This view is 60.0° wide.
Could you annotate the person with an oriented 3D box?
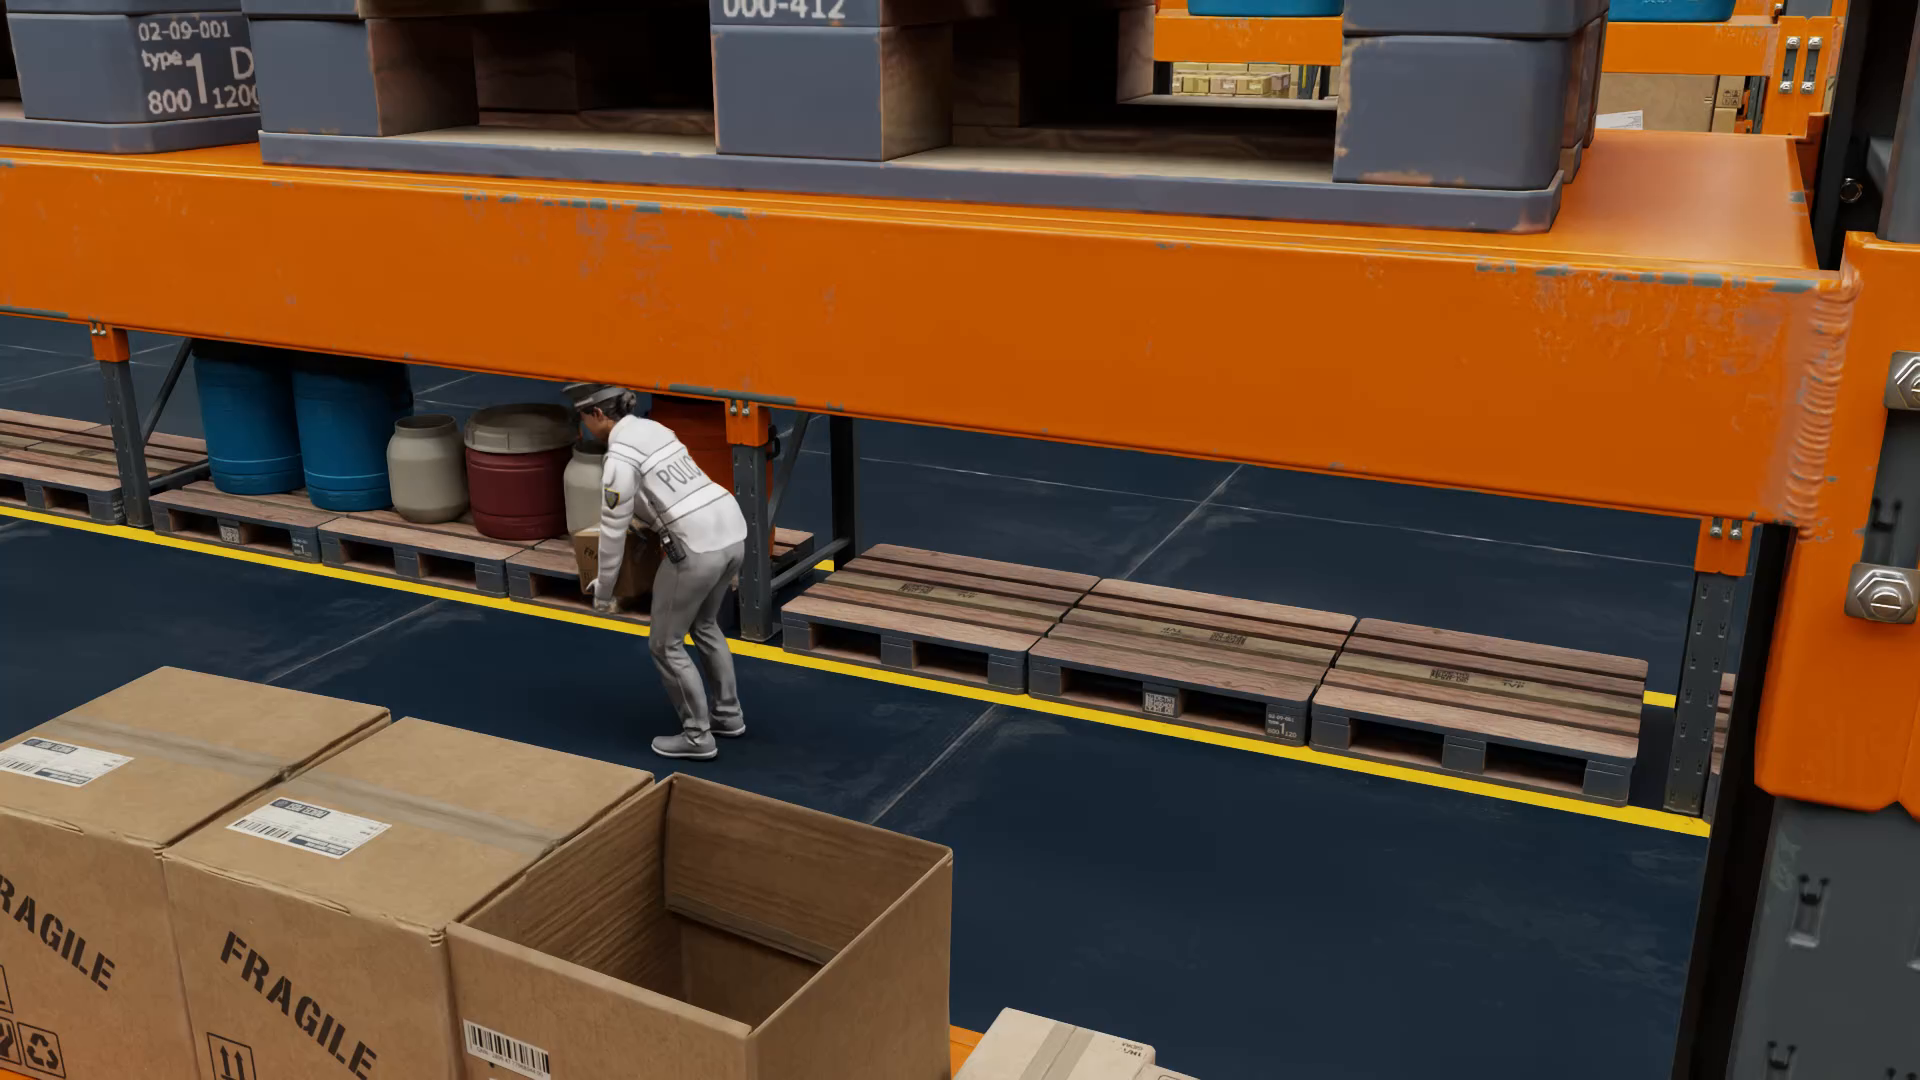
[{"bbox_3d":[-1.117,0.024,6.482,0.523,1.687,0.416,8,21,22],"label":"person"}]
